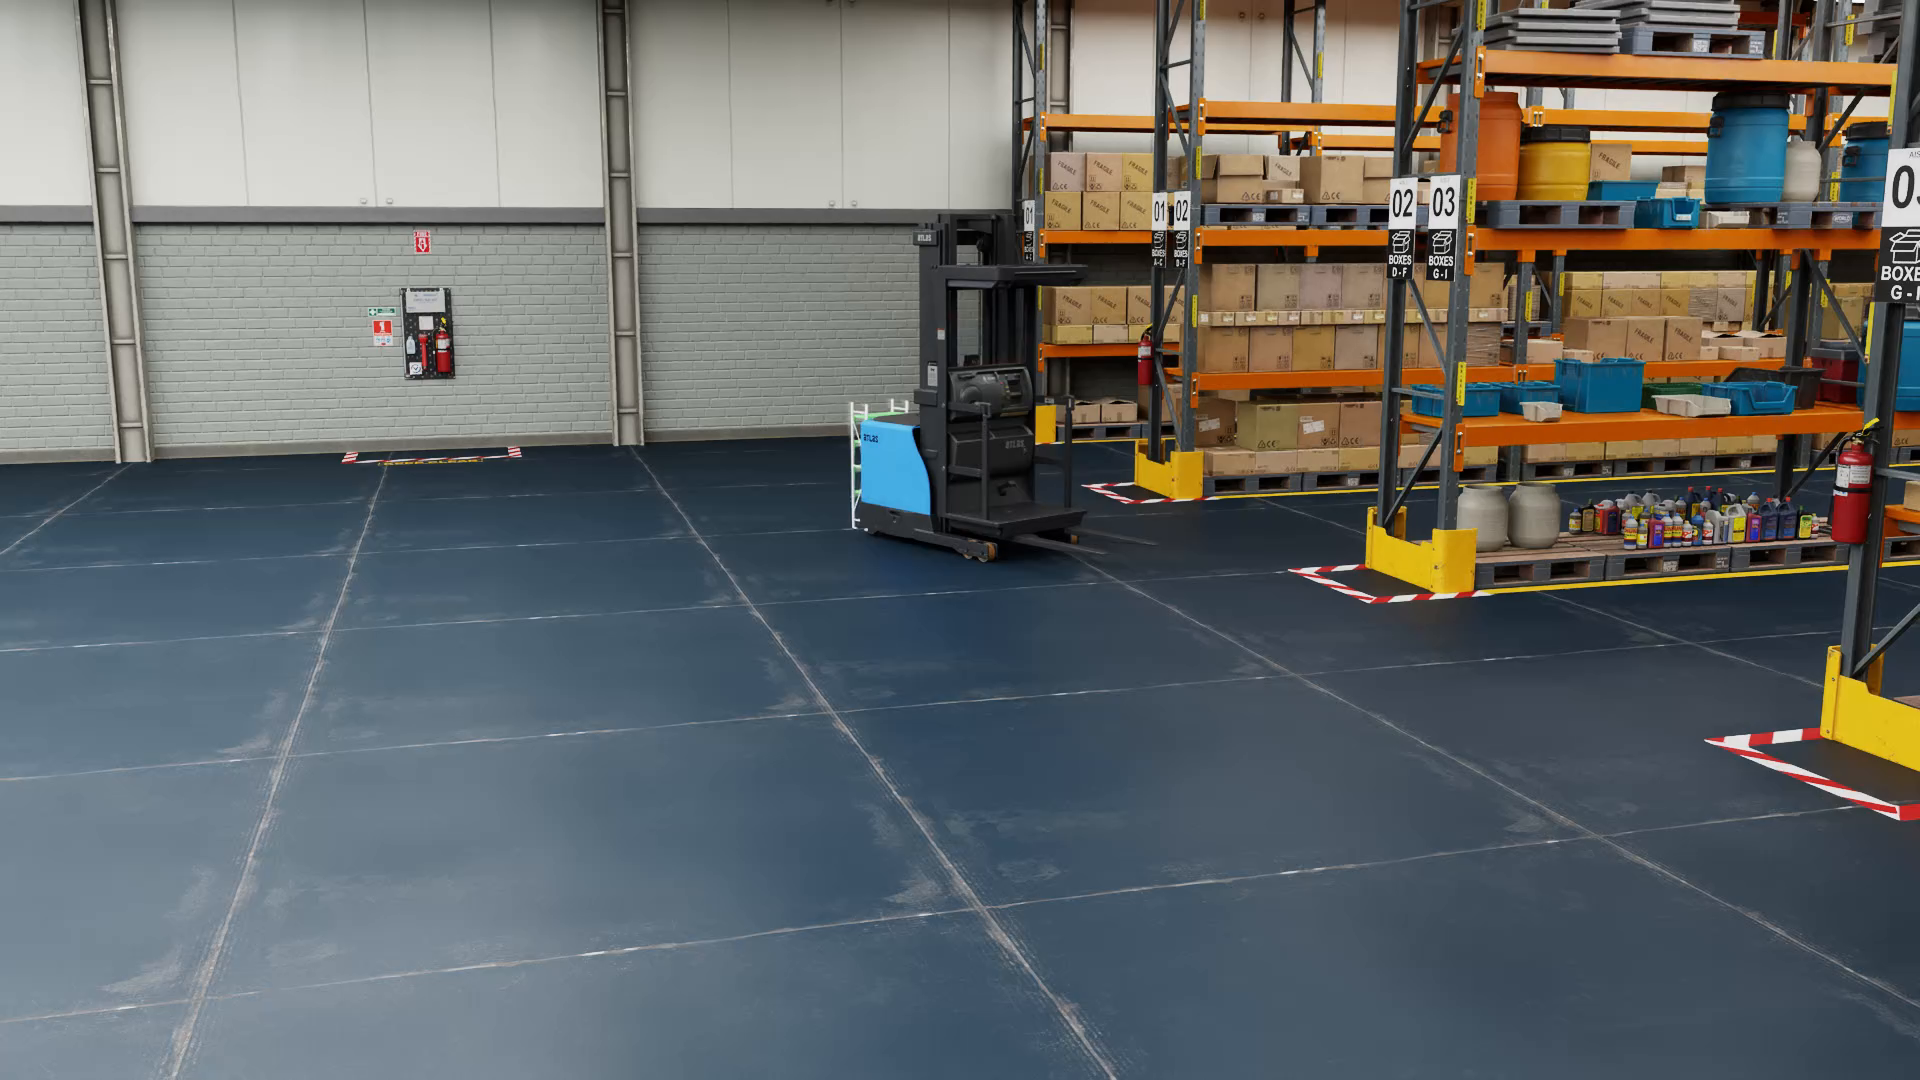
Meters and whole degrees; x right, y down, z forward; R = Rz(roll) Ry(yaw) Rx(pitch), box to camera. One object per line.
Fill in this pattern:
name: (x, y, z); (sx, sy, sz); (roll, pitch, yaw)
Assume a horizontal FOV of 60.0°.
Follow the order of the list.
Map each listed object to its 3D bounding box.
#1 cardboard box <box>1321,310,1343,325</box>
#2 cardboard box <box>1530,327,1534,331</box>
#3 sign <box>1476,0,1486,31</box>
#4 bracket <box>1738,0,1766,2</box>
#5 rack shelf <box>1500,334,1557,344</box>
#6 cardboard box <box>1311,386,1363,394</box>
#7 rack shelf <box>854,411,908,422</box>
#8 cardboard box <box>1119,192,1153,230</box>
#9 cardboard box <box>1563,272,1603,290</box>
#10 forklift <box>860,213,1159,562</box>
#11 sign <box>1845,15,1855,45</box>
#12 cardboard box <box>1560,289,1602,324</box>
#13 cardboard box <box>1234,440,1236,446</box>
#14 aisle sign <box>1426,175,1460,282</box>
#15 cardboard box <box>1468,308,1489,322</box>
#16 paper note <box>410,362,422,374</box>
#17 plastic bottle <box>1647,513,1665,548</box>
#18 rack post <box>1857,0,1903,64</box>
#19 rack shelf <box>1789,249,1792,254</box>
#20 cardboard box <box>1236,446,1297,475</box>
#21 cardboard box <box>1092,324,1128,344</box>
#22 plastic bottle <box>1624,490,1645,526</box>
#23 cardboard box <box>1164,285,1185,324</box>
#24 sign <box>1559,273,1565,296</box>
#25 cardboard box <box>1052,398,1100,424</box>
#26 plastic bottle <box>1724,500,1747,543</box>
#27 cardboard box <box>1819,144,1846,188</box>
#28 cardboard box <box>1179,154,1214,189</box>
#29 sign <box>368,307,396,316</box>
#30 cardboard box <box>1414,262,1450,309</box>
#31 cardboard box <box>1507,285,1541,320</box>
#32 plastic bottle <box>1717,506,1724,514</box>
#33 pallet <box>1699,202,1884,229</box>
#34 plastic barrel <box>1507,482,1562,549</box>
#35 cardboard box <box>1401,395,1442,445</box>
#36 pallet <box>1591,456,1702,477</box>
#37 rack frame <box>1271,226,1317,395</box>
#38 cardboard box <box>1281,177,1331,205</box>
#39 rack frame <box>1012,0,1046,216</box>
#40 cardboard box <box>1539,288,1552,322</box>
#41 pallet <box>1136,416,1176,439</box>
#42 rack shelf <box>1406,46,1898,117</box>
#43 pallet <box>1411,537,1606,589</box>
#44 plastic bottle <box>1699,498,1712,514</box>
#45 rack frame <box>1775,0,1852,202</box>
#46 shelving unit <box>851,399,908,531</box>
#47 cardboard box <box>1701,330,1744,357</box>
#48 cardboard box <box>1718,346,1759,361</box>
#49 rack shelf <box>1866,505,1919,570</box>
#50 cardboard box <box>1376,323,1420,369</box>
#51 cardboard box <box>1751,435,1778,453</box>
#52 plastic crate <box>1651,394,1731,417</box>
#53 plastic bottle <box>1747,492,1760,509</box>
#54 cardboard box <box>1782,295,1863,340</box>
cardboard box: (3.964, -2.429, 18.093); (0.250, 0.149, 0.380); (-3, 11, -17)
cardboard box: (8.825, -3.226, 25.128); (0.250, 0.149, 0.380); (-3, 11, -15)
sign: (3.821, -3.904, 12.177); (0.005, 0.325, 0.100); (-3, 11, -16)
bracket: (10.065, -8.174, 24.854); (4.783, 0.066, 0.076); (-3, 11, -16)
rack shelf: (6.663, -2.824, 24.291); (4.000, 0.370, 1.077); (-3, 11, -16)
cardboard box: (5.445, -2.104, 24.081); (0.500, 0.500, 0.700); (-3, 11, -14)
rack shelf: (-0.759, -1.128, 15.766); (0.480, 0.148, 0.258); (-9, 14, -40)
cardboard box: (2.316, -4.430, 22.411); (0.500, 0.500, 0.500); (-2, 11, -13)
cardboard box: (9.119, -3.833, 24.560); (0.500, 0.250, 0.500); (-3, 11, -15)
forklift: (0.414, -1.356, 14.520); (1.130, 2.935, 3.031); (-9, 14, -40)
sign: (10.130, -5.809, 18.934); (0.005, 0.325, 0.100); (-3, 11, -16)
cardboard box: (9.122, -3.464, 24.630); (0.500, 0.500, 0.500); (-3, 11, -14)
cardboard box: (3.200, -0.973, 18.687); (0.500, 0.250, 0.500); (-3, 11, -16)
aisle sign: (3.684, -2.376, 12.690); (0.004, 0.787, 0.394); (-3, 11, -16)
cardboard box: (5.692, -2.521, 18.589); (0.250, 0.149, 0.380); (-3, 11, -17)
paper note: (-7.001, -2.208, 21.390); (0.142, 0.148, 0.016); (-3, 11, -16)
plastic bottle: (5.722, -0.078, 13.677); (0.133, 0.283, 0.061); (-3, 11, -15)
rack post: (9.379, -4.518, 14.383); (3.121, 1.000, 1.013); (-3, 11, -16)
rack shelf: (14.345, -4.704, 26.219); (4.000, 0.370, 1.077); (-3, 11, -16)
cardboard box: (3.347, -0.882, 18.190); (0.500, 0.250, 0.500); (-3, 11, -16)
cardboard box: (1.954, -2.808, 22.579); (0.500, 0.250, 0.500); (-3, 11, -18)
plastic bottle: (5.853, -0.259, 14.472); (0.185, 0.351, 0.144); (-3, 11, -14)
cardboard box: (2.912, -3.227, 22.784); (0.500, 0.500, 0.500); (-3, 11, -14)
sign: (8.744, -3.716, 24.169); (0.005, 0.325, 0.100); (-3, 11, -16)
cardboard box: (1.592, -1.787, 22.886); (0.500, 0.311, 0.500); (-4, 11, -22)
plastic bottle: (6.480, -0.159, 13.931); (0.185, 0.351, 0.144); (-3, 11, -16)
cardboard box: (10.392, -4.455, 19.842); (0.500, 0.500, 0.500); (-3, 11, -16)
cardboard box: (3.316, -4.972, 22.596); (0.500, 0.500, 0.500); (-3, 11, -18)
sign: (-7.364, -2.905, 21.181); (0.331, 0.109, 0.001); (-3, 11, -16)
cardboard box: (5.222, -2.853, 18.605); (0.500, 0.500, 0.700); (-3, 11, -16)
cardboard box: (8.135, -3.519, 24.589); (0.500, 0.500, 0.700); (-4, 11, -23)
plastic bottle: (6.427, -0.143, 14.027); (0.133, 0.283, 0.061); (-3, 11, -16)
pallet: (6.847, -2.683, 13.777); (1.003, 0.211, 1.213); (-3, 11, -16)
plastic barrel: (4.763, -0.207, 13.800); (0.421, 0.512, 0.421); (0, 10, 0)
cardboard box: (5.264, -1.354, 18.683); (0.500, 0.500, 0.500); (-3, 11, -16)
pallet: (8.001, -0.951, 19.831); (1.213, 0.211, 1.003); (-3, 11, -16)
rack frame: (4.743, -3.077, 23.677); (0.127, 3.000, 1.000); (-3, 11, -16)
cardboard box: (3.856, -3.852, 18.305); (0.500, 0.311, 0.500); (-2, 11, -9)
rack frame: (0.902, -5.825, 22.034); (0.127, 3.000, 1.000); (-3, 11, -16)
cardboard box: (8.964, -3.554, 25.117); (0.500, 0.500, 0.500); (-3, 11, -16)
pallet: (2.935, -1.603, 23.372); (1.213, 0.211, 1.003); (-3, 11, -16)
rack shelf: (5.592, -3.653, 13.330); (4.000, 0.370, 1.077); (-3, 11, -16)
pallet: (4.513, 0.167, 13.758); (1.213, 0.211, 1.003); (-3, 11, -16)
plastic bottle: (6.516, -0.232, 14.545); (0.097, 0.271, 0.097); (0, 10, 0)
rack frame: (9.972, -5.368, 19.556); (0.127, 3.000, 1.000); (-3, 11, -16)
shelving unit: (-0.759, -0.719, 15.841); (0.503, 1.200, 0.258); (-9, 14, -40)
cardboard box: (9.059, -2.363, 20.045); (0.500, 0.311, 0.500); (-3, 11, -17)
cardboard box: (9.185, -2.201, 19.614); (0.250, 0.149, 0.380); (-3, 11, -16)
rack shelf: (6.976, -0.038, 9.160); (4.000, 0.370, 1.077); (-3, 11, -16)
cardboard box: (4.720, -2.189, 18.578); (0.500, 0.500, 0.700); (-3, 11, -15)
cardboard box: (9.535, -1.203, 19.935); (0.500, 0.250, 0.500); (-3, 11, -15)
plastic crate: (6.024, -1.098, 13.660); (0.437, 0.136, 0.530); (-3, 11, -16)
plastic bottle: (7.084, -0.289, 14.855); (0.097, 0.271, 0.097); (0, 10, 0)
cardboard box: (10.545, -2.725, 20.332); (0.500, 0.500, 0.700); (-7, 13, -35)
